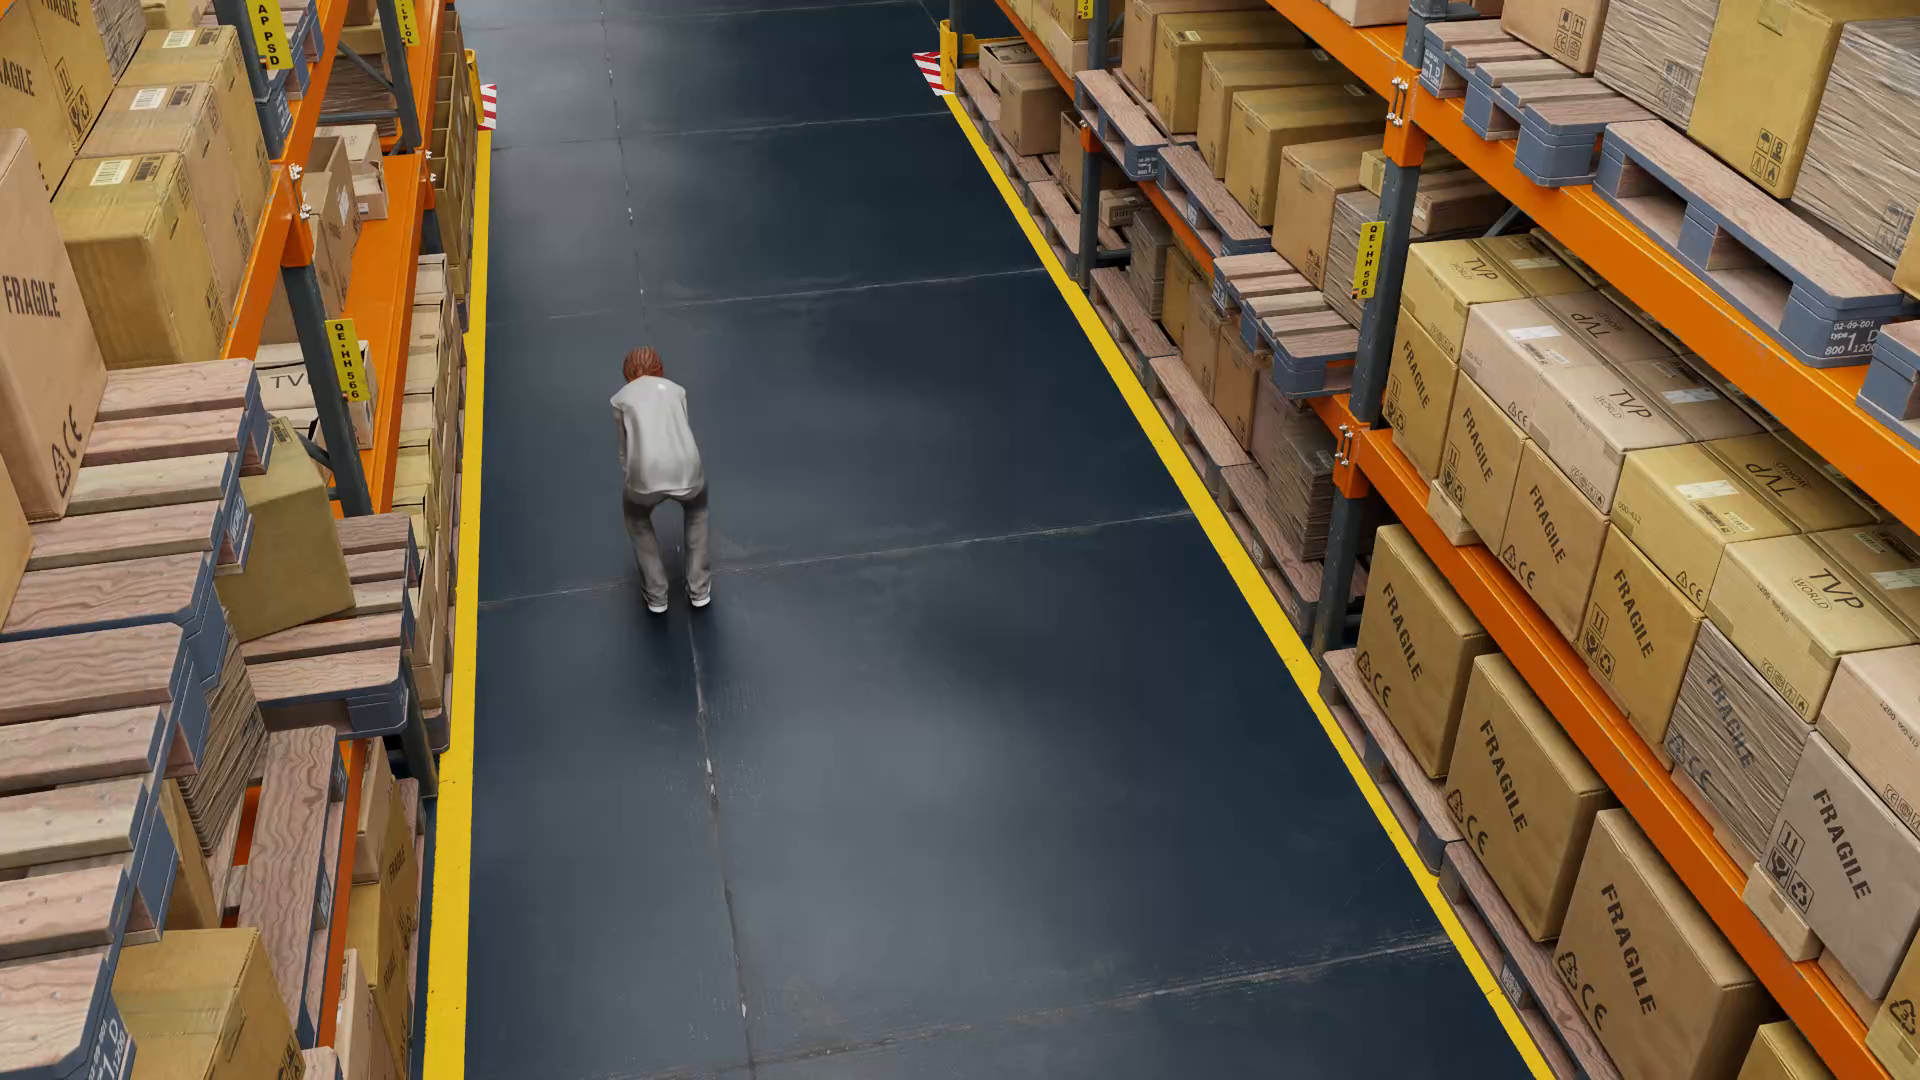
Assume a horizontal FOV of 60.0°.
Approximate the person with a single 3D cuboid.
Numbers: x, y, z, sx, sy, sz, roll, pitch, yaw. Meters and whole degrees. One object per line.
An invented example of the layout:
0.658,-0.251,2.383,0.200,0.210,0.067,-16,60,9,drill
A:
-1.426,-0.274,7.969,0.401,1.116,0.842,-9,36,-12,person
